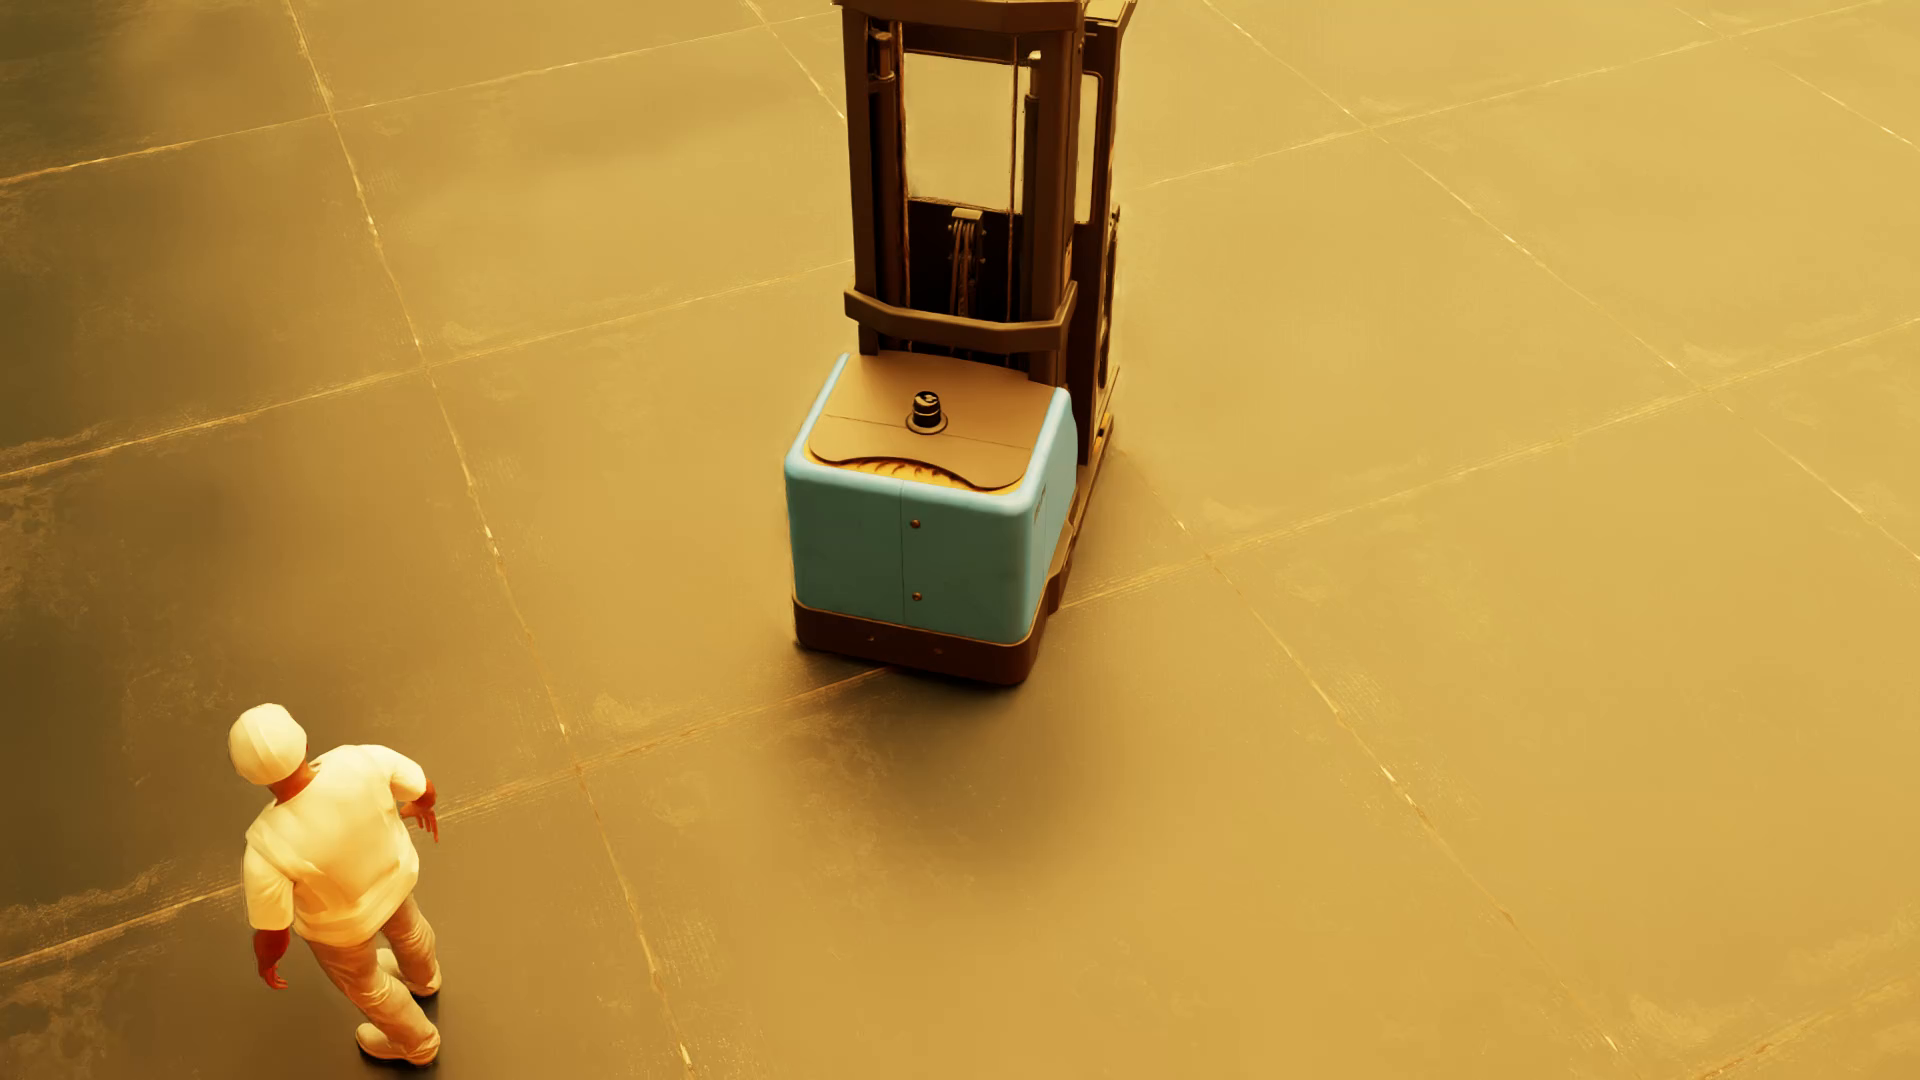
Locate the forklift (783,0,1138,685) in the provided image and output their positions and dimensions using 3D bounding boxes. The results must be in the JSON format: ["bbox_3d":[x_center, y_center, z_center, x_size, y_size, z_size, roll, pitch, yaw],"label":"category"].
[{"bbox_3d":[0.148,-1.477,7.262,1.130,2.935,3.031,10,44,11],"label":"forklift"}]

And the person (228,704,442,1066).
[{"bbox_3d":[-2.013,1.098,5.364,0.545,1.760,0.753,20,47,20],"label":"person"}]
